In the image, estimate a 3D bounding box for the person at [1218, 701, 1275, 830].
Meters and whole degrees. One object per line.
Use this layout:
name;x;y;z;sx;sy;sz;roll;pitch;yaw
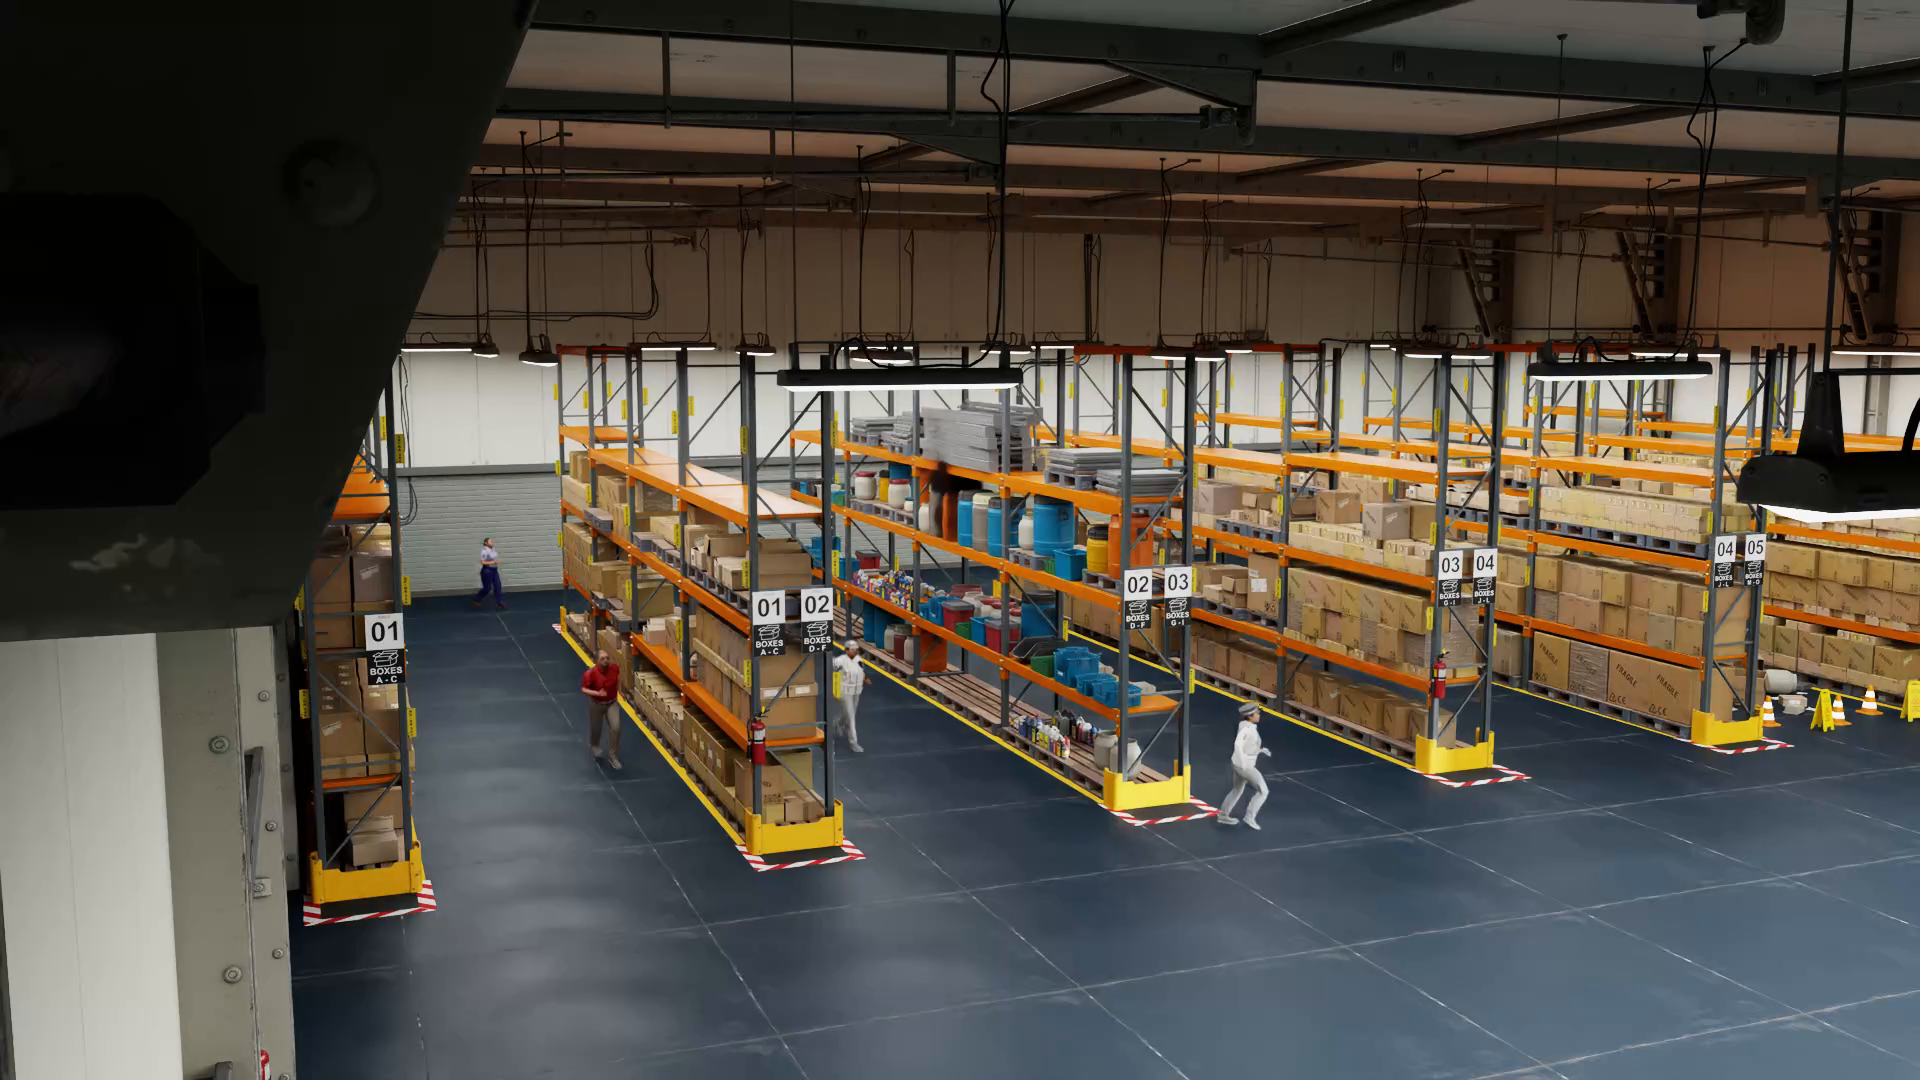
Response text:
person;3.632;2.852;20.860;0.660;1.703;0.670;0;7;1

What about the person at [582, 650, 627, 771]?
person;-5.177;2.423;24.150;0.673;1.715;1.010;-4;8;-27

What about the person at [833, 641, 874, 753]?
person;-1.697;2.331;25.206;0.588;1.656;0.870;-6;9;-40

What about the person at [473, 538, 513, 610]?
person;-10.541;0.762;37.406;0.887;1.646;0.613;1;7;9
